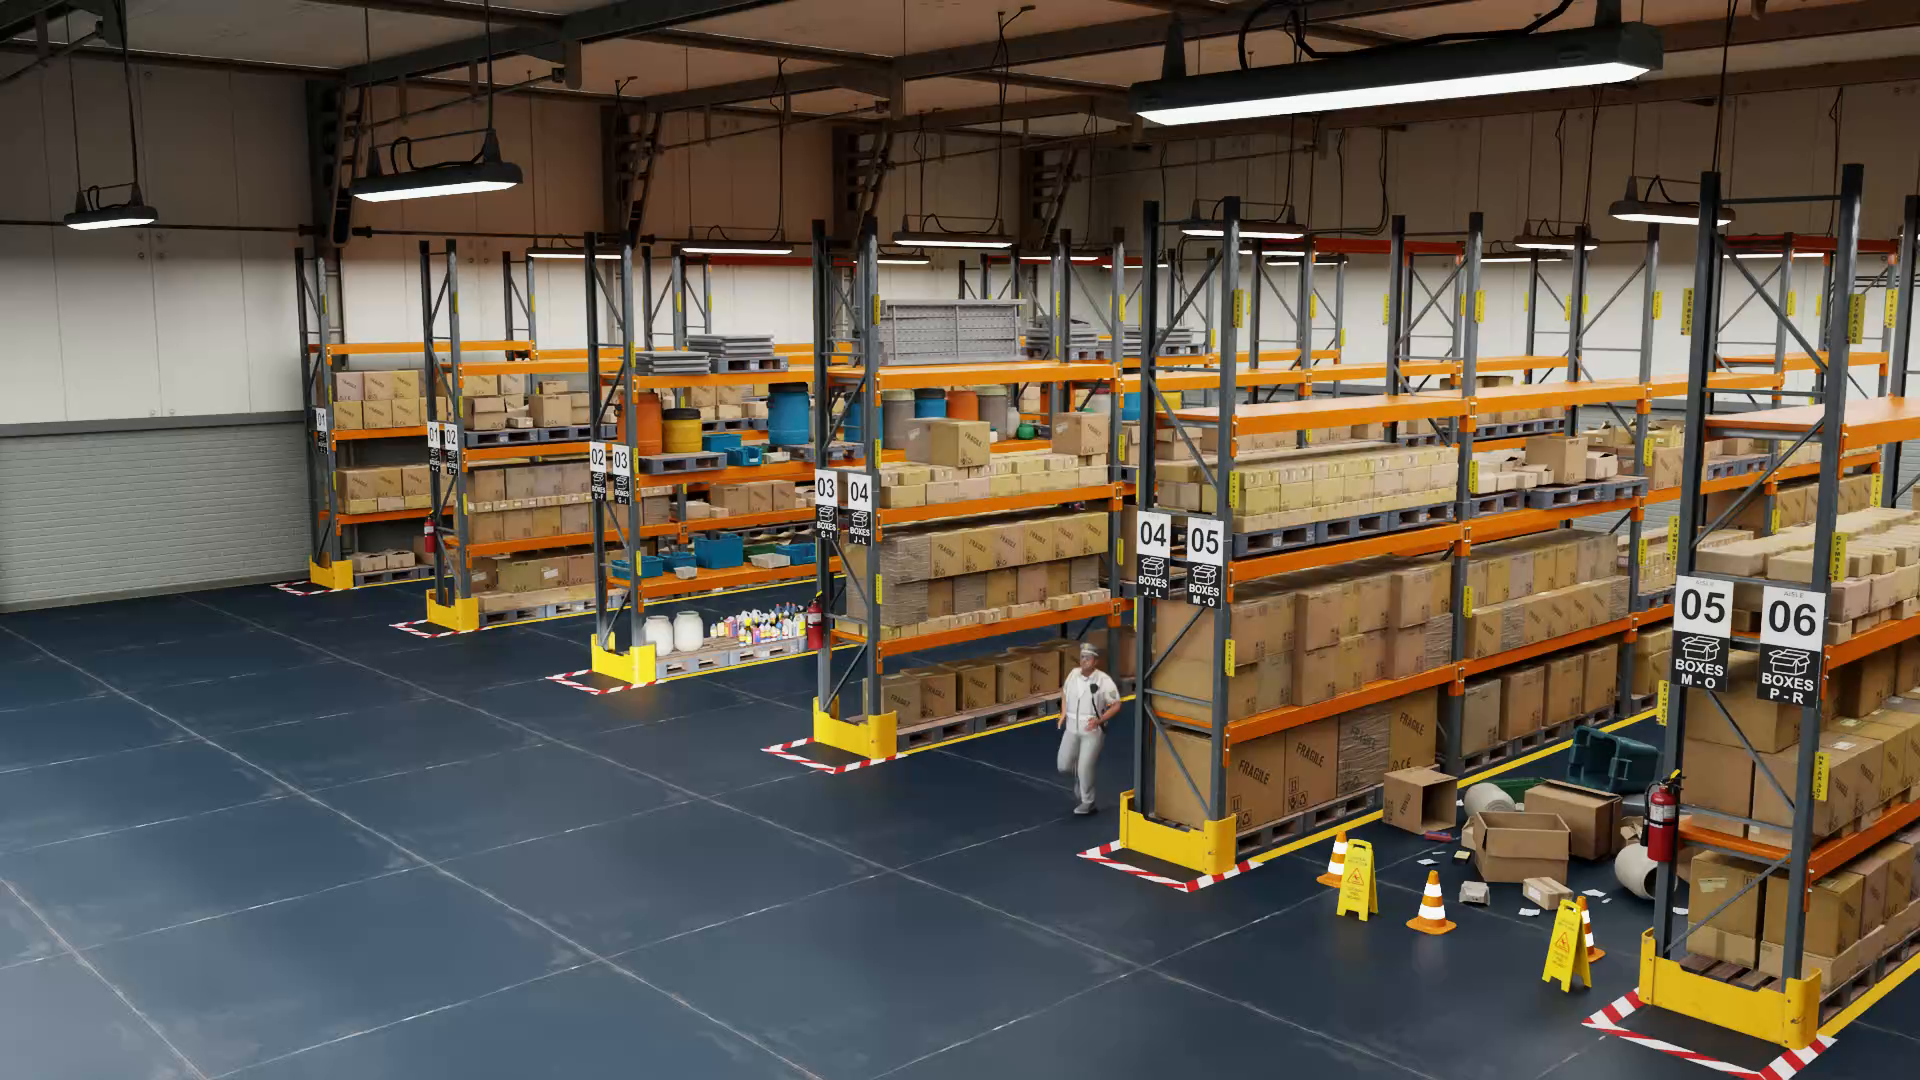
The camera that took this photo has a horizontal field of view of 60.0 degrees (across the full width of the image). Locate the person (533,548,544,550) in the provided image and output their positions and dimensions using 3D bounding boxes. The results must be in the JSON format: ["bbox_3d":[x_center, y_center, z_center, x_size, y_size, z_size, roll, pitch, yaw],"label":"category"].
[{"bbox_3d":[-7.397,0.102,29.393,0.532,1.538,0.559,7,11,39],"label":"person"}]

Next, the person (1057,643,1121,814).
[{"bbox_3d":[1.274,1.876,16.680,0.687,1.720,0.600,5,10,30],"label":"person"}]
